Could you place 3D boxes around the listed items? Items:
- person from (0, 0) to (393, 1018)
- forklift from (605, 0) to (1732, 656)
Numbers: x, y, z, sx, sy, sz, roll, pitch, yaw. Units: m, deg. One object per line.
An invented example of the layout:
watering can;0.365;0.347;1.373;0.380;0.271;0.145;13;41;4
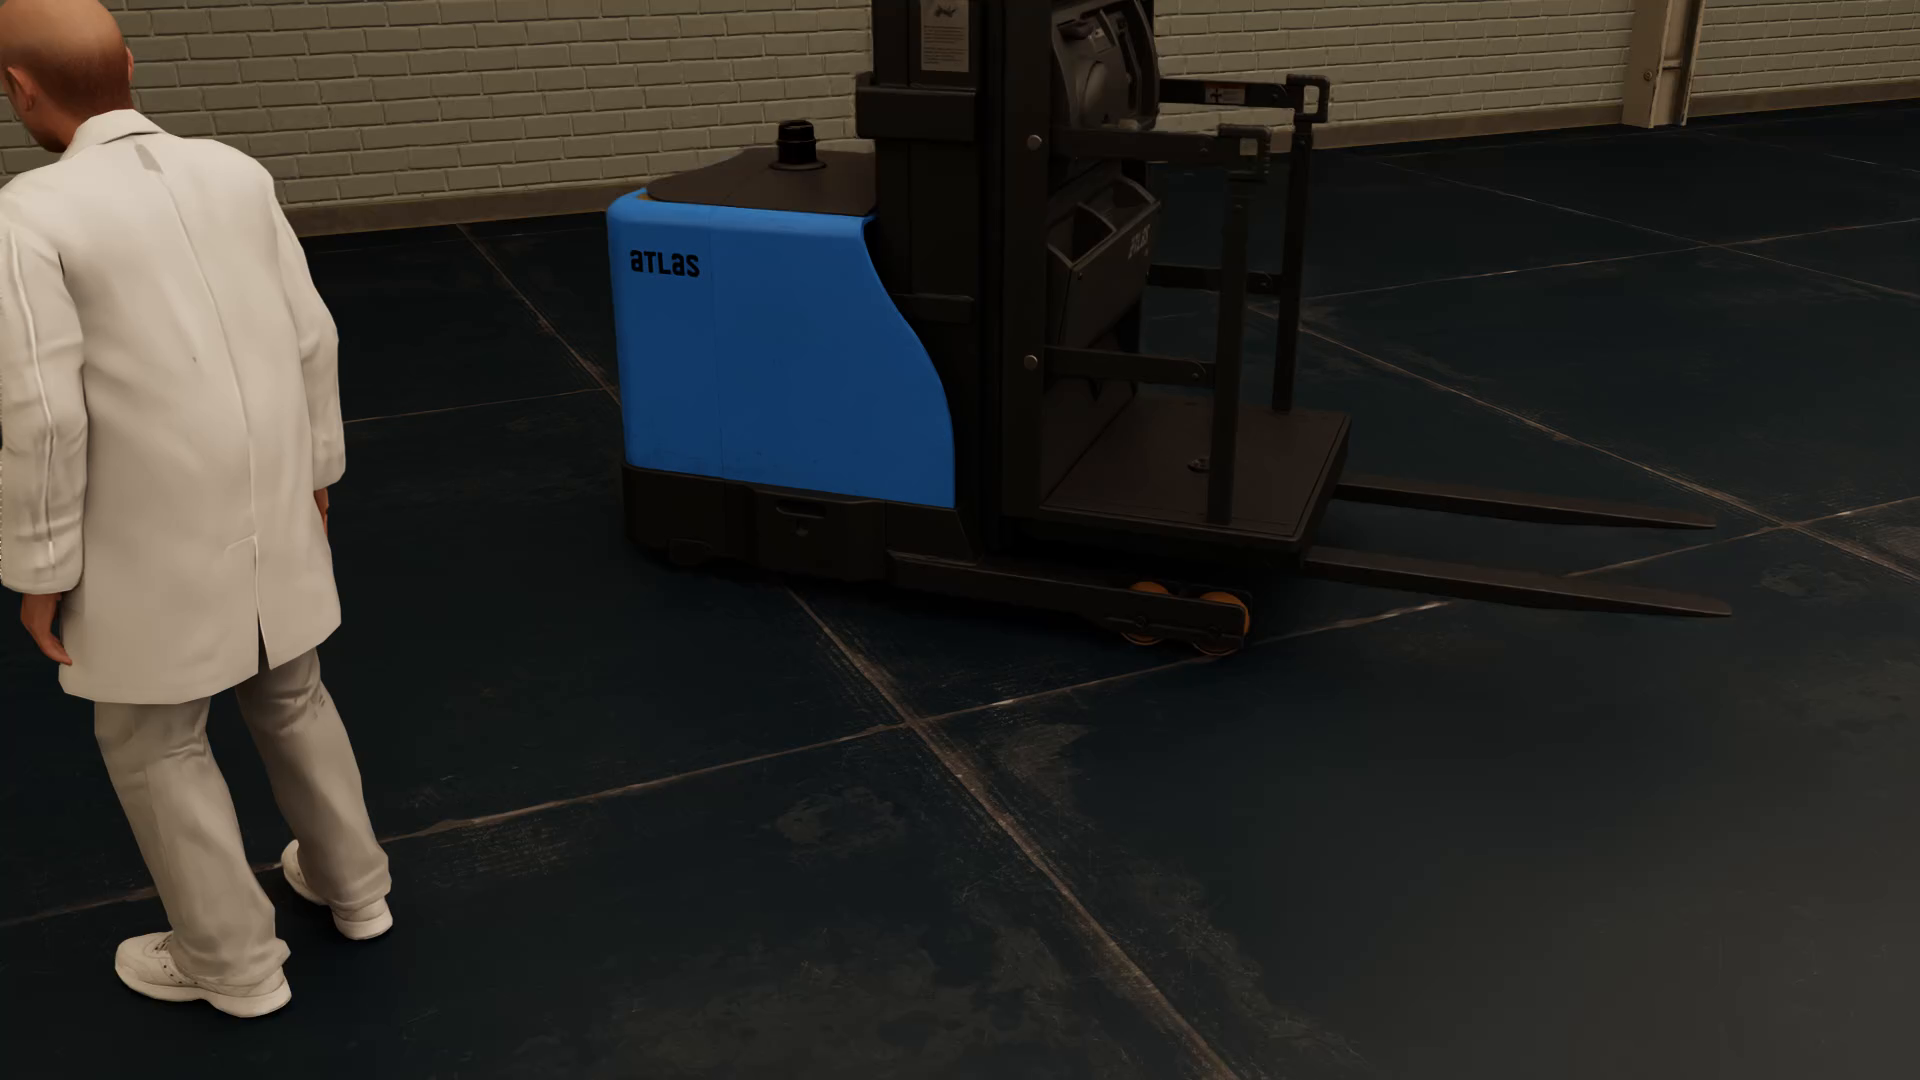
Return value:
person;-1.324;-0.019;2.842;0.430;1.772;0.647;12;26;27
forklift;0.579;-1.278;4.362;3.031;2.935;1.130;8;24;18
